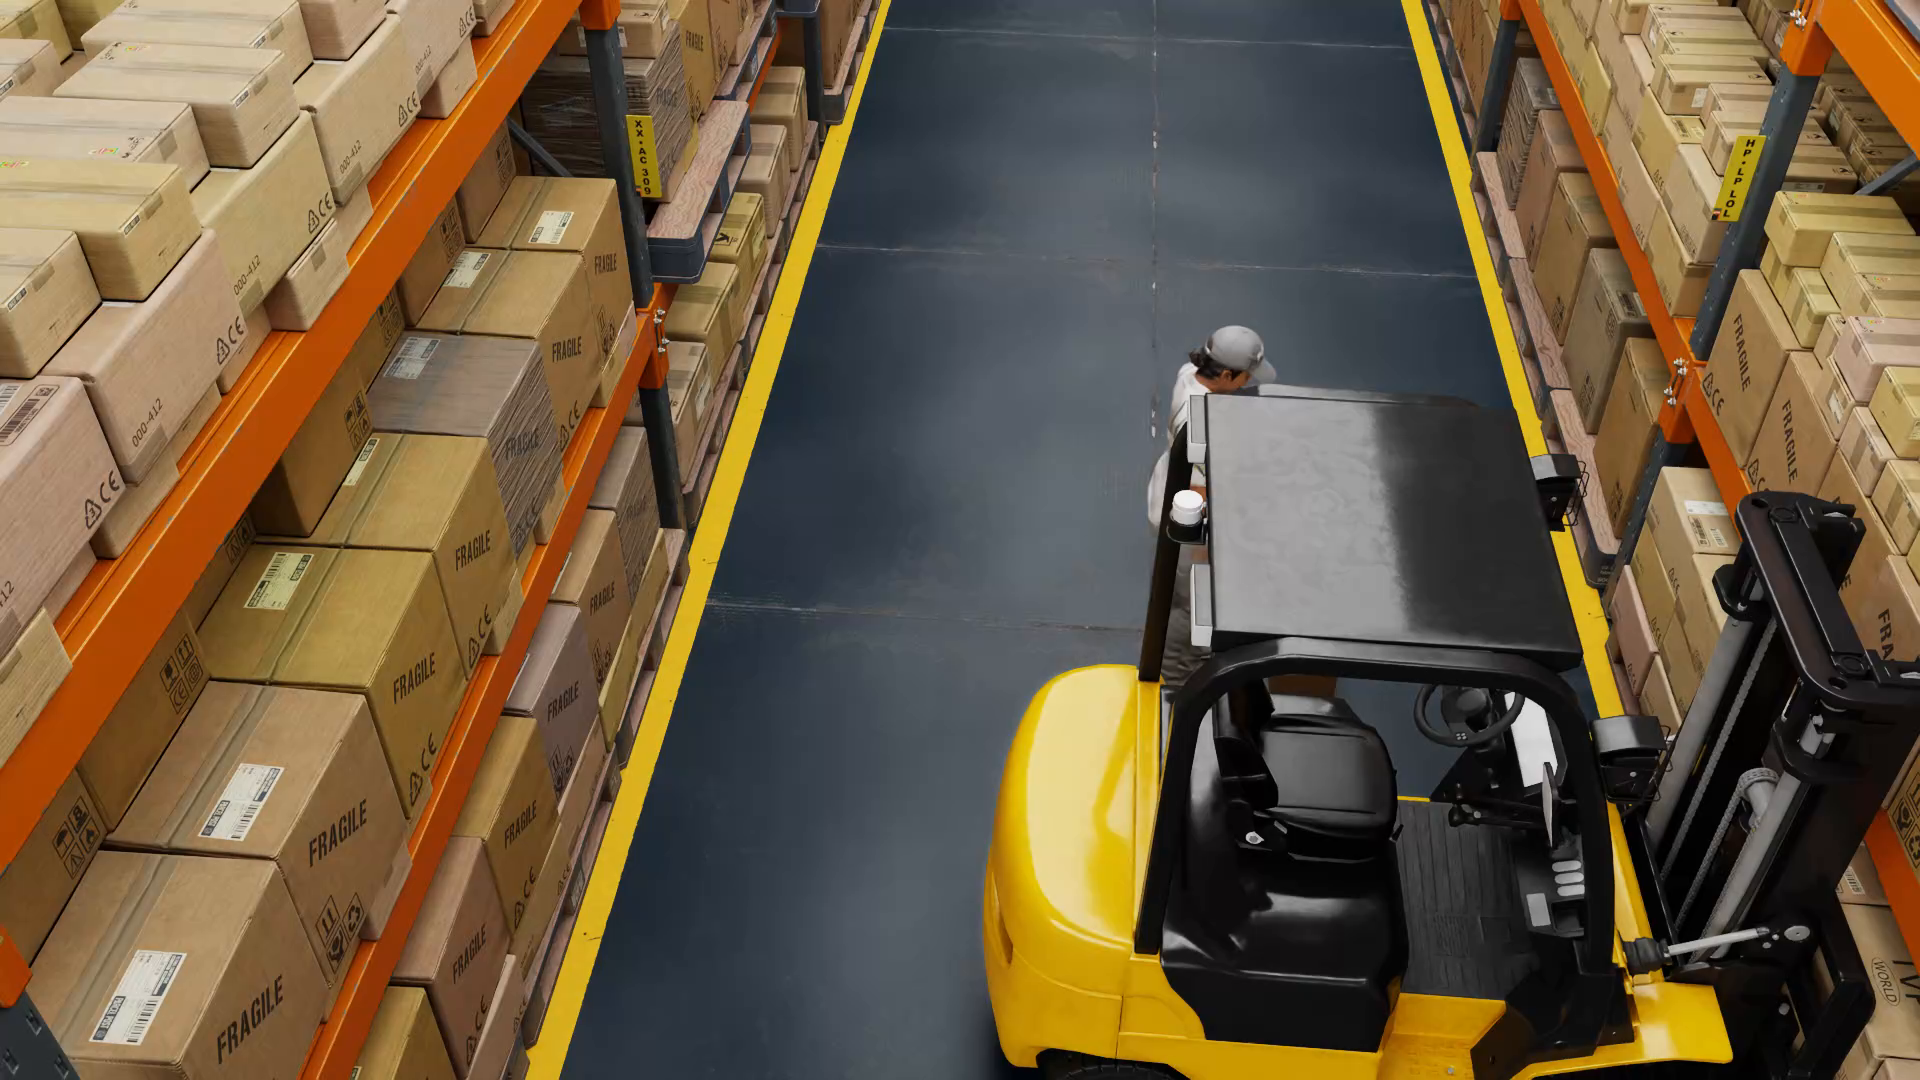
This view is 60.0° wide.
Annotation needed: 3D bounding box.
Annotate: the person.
[{"bbox_3d":[0.902,-0.099,6.301,0.388,1.637,0.478,4,40,5],"label":"person"}]
